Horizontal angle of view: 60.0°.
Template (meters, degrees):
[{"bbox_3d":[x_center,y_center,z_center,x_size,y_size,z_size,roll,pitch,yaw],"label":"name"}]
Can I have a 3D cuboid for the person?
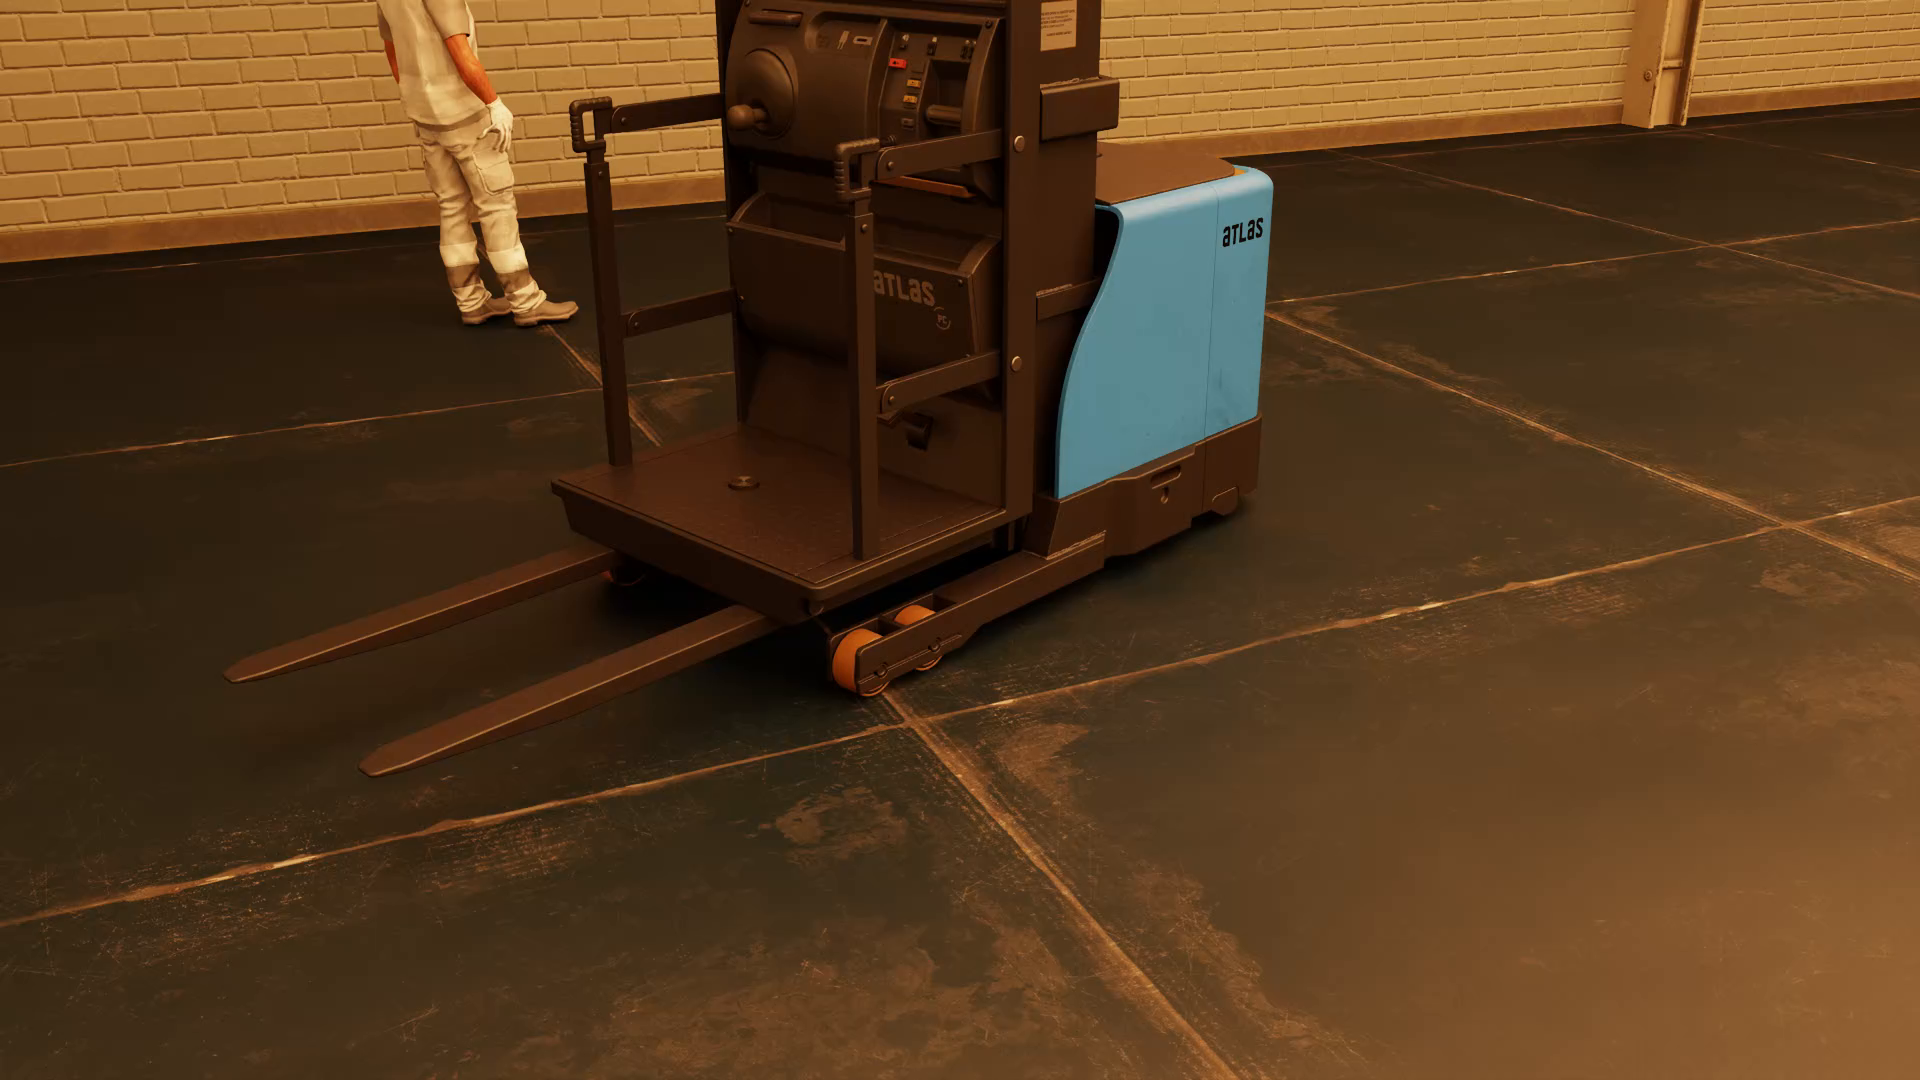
[{"bbox_3d":[-2.109,-1.824,7.148,0.638,1.790,0.563,18,28,36],"label":"person"}]

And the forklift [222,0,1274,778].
[{"bbox_3d":[-0.413,-1.182,4.131,1.130,2.935,3.031,19,29,39],"label":"forklift"}]
